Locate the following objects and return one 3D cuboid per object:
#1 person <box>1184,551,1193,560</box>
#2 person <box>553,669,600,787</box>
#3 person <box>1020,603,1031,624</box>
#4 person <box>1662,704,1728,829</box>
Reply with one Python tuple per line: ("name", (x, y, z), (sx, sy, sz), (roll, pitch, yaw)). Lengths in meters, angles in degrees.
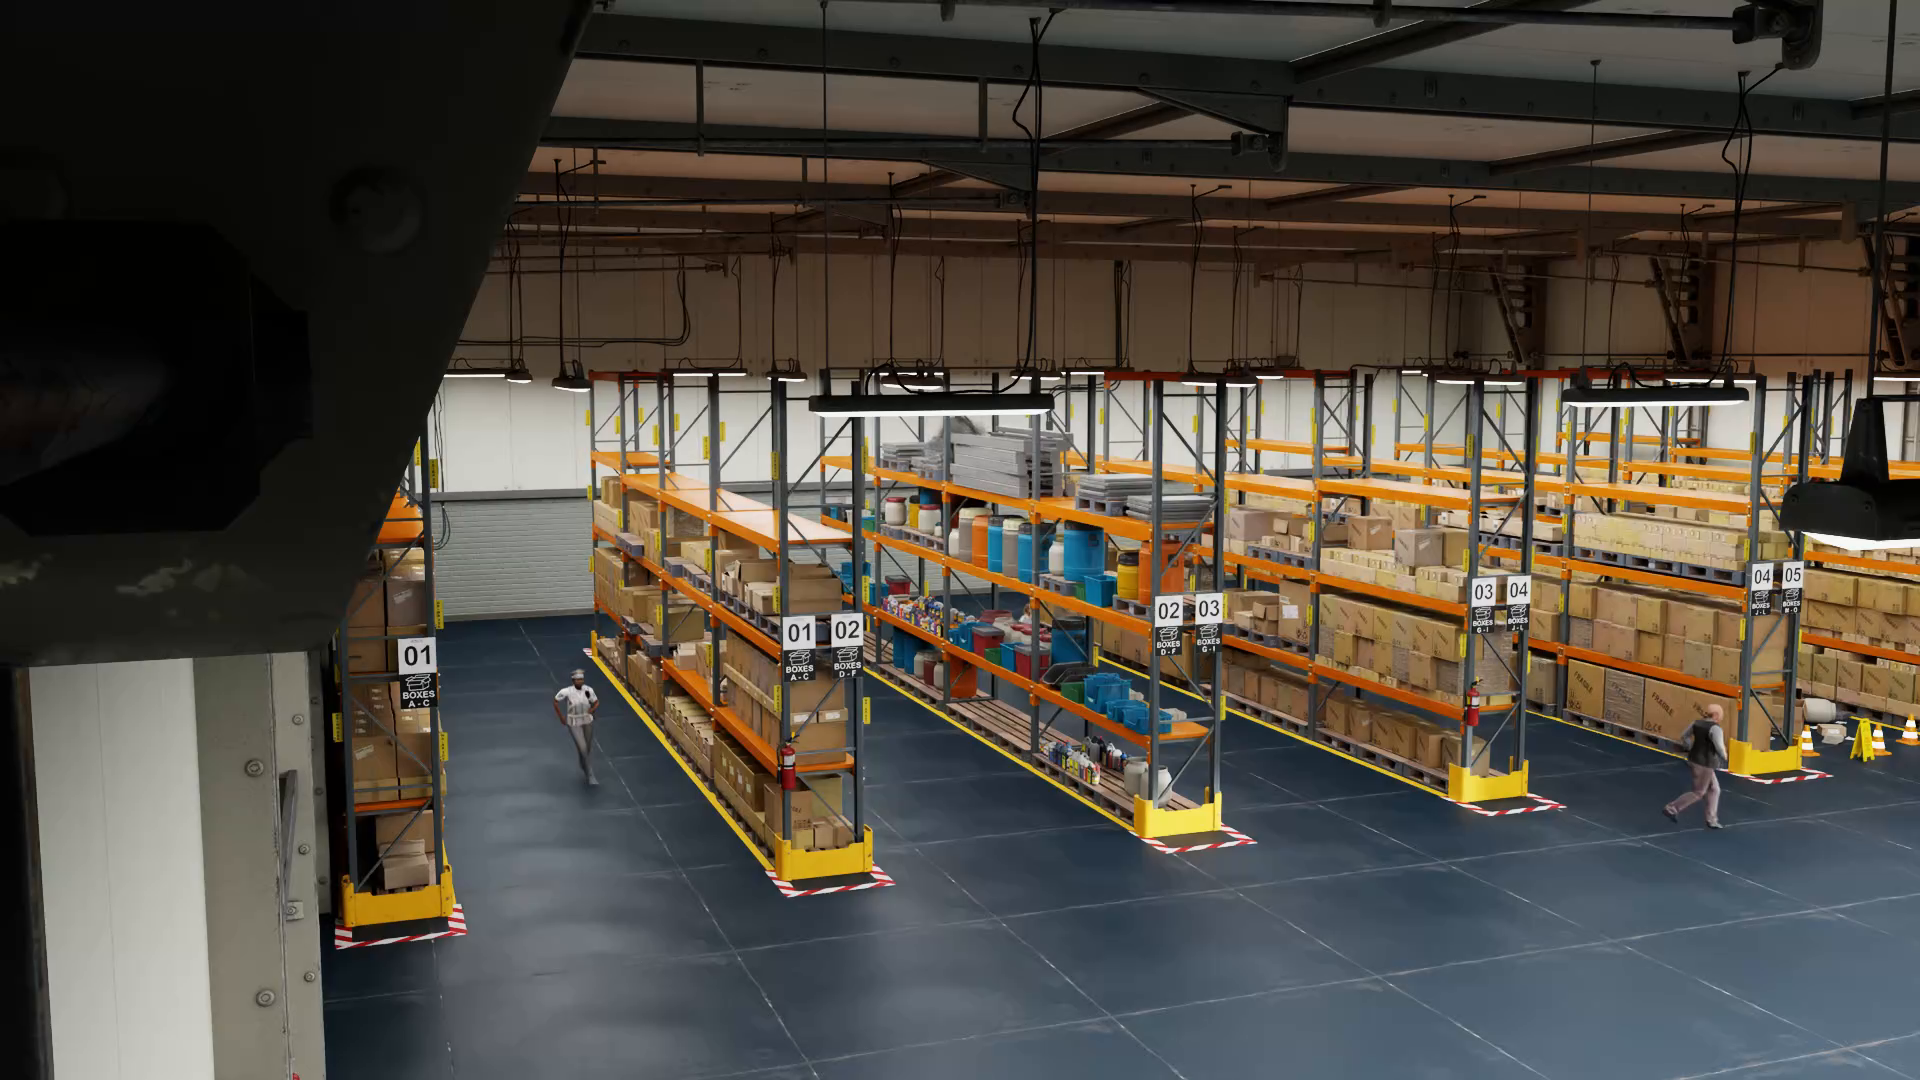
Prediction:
("person", (5.343, 0.944, 40.470), (0.702, 1.710, 0.668), (5, 8, 36))
("person", (-5.653, 2.749, 24.641), (0.650, 1.726, 0.818), (-4, 7, -32))
("person", (1.312, 1.994, 31.678), (0.521, 1.638, 0.800), (-3, 7, -24))
("person", (9.814, 3.024, 22.129), (0.814, 1.703, 0.632), (0, 6, 1))
